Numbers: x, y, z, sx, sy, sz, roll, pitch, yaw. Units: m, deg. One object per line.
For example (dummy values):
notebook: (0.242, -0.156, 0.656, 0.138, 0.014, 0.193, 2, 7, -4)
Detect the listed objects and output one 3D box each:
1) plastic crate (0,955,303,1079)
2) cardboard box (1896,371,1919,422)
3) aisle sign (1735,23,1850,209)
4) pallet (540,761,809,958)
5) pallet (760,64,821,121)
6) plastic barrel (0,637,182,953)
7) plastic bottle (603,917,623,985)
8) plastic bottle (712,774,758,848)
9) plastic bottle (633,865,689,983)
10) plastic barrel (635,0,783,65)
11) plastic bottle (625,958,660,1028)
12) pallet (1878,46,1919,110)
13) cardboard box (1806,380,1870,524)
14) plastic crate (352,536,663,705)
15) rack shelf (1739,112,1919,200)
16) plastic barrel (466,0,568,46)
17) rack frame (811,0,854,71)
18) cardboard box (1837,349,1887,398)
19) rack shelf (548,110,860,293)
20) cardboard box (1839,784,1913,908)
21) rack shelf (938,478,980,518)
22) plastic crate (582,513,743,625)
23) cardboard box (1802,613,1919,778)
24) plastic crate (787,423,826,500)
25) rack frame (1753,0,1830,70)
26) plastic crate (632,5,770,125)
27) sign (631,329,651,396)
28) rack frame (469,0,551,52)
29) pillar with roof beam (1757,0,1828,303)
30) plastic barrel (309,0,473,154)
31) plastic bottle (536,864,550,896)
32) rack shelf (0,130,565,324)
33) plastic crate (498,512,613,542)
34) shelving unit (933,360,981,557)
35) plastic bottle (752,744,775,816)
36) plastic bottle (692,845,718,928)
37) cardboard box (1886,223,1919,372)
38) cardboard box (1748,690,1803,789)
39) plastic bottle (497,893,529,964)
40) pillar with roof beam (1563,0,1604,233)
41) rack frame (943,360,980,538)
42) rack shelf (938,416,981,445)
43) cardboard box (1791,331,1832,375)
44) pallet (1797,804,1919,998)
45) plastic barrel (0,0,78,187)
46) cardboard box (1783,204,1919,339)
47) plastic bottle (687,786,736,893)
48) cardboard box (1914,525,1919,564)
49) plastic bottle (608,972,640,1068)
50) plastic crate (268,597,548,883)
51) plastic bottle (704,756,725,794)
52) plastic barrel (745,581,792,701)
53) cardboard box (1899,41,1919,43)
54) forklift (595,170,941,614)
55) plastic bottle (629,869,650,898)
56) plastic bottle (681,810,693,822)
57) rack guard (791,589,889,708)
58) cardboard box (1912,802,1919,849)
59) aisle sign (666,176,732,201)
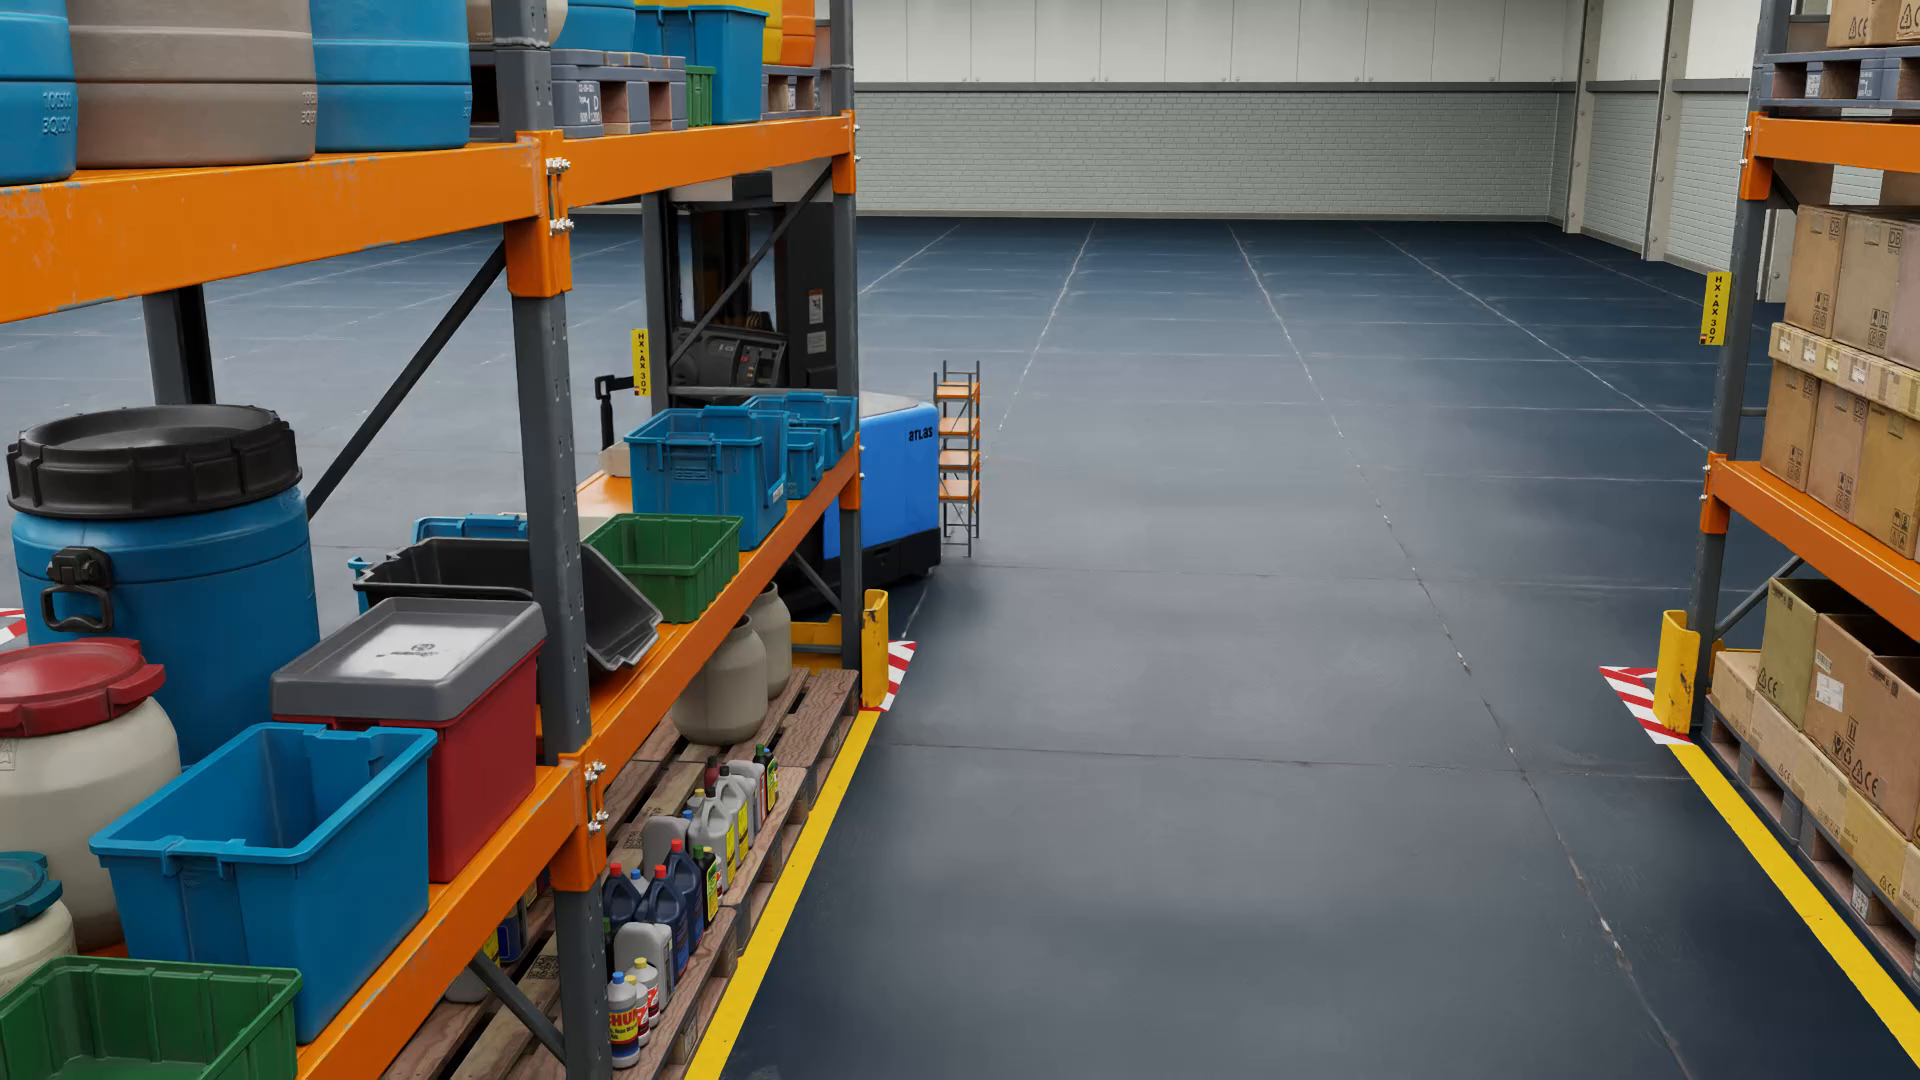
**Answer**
plastic crate: (-1.359, 0.891, 2.526, 0.450, 0.188, 0.662, 2, 15, 6)
cardboard box: (3.528, -0.494, 5.807, 0.380, 0.149, 0.250, 2, 15, 6)
aisle sign: (3.633, -1.843, 7.250, 0.394, 0.787, 0.004, 2, 15, 6)
pallet: (-1.190, 1.185, 6.377, 1.003, 0.211, 1.213, 2, 15, 6)
pallet: (-1.182, -1.854, 6.886, 1.003, 0.211, 1.213, 2, 15, 6)
plastic barrel: (-1.768, 0.505, 3.288, 0.433, 0.535, 0.433, 0, 15, 0)
plastic bottle: (-1.068, 1.270, 5.079, 0.061, 0.283, 0.133, 2, 15, 6)
plastic bottle: (-0.834, 0.984, 6.153, 0.152, 0.276, 0.135, 1, 15, 5)
plastic bottle: (-0.939, 1.198, 5.217, 0.144, 0.351, 0.185, 2, 15, 8)
plastic barrel: (-0.994, -2.151, 6.458, 0.600, 0.588, 0.600, 0, 15, 0)
plastic bottle: (-0.948, 1.345, 4.960, 0.097, 0.201, 0.097, 0, 15, 0)
pallet: (3.689, -1.467, 5.264, 1.003, 0.211, 1.213, 2, 15, 6)
cardboard box: (3.810, -0.353, 6.529, 0.700, 0.500, 0.500, 2, 15, 8)
plastic crate: (-1.257, 0.227, 4.696, 0.767, 0.338, 0.504, 2, 15, 6)
rack shelf: (3.704, -1.144, 5.277, 1.077, 0.370, 4.000, 2, 15, 6)
plastic barrel: (-1.199, -1.482, 4.130, 0.421, 0.512, 0.421, 0, 15, 0)
rack frame: (-0.991, -3.605, 7.253, 1.000, 3.000, 0.127, 2, 15, 6)
cardboard box: (3.584, -0.629, 6.308, 0.380, 0.149, 0.250, 1, 15, 5)
rack shelf: (-1.217, -1.291, 5.820, 1.077, 0.370, 4.000, 2, 15, 6)
cardboard box: (3.478, 1.084, 5.868, 0.500, 0.250, 0.500, 2, 15, 6)
rack shelf: (-0.019, -0.280, 10.916, 0.258, 0.148, 0.480, 2, 15, 6)
plastic crate: (-1.009, 0.087, 5.498, 0.450, 0.188, 0.662, 2, 15, 6)
cardboard box: (3.550, 0.593, 6.248, 0.500, 0.500, 0.500, 2, 15, 6)
plastic crate: (-0.829, -0.330, 6.921, 0.499, 0.251, 0.408, 2, 15, 6)
rack frame: (3.930, -3.458, 6.710, 1.000, 3.000, 0.127, 2, 15, 6)
plastic crate: (-0.907, -1.645, 5.785, 0.392, 0.384, 0.575, 2, 15, 6)
sign: (-1.537, -0.860, 8.064, 0.100, 0.325, 0.005, 2, 15, 6)
rack frame: (-1.443, -2.567, 3.416, 1.000, 3.000, 0.127, 2, 15, 6)
pillar with roof beam: (7.387, -7.901, 23.142, 9.100, 9.000, 0.400, 2, 15, 6)
plastic barrel: (-1.284, -1.223, 3.231, 0.600, 0.901, 0.708, 2, 15, 6)
plastic bottle: (-1.470, 1.080, 5.784, 0.061, 0.283, 0.133, 2, 15, 6)
rack shelf: (-1.668, -0.253, 1.983, 1.077, 0.370, 4.000, 2, 15, 6)
plastic crate: (-1.511, 0.028, 5.819, 0.530, 0.136, 0.437, 2, 15, 6)
shelving unit: (-0.019, -0.536, 10.847, 0.258, 1.200, 0.503, 2, 15, 6)
plastic bottle: (-0.758, 0.910, 6.410, 0.061, 0.283, 0.133, 2, 15, 8)
plastic bottle: (-0.858, 1.140, 5.560, 0.061, 0.283, 0.133, 2, 15, 9)
cardboard box: (3.749, -0.835, 5.825, 0.700, 0.500, 0.500, 2, 15, 6)
cardboard box: (3.596, 0.825, 6.827, 0.500, 0.250, 0.500, 2, 15, 6)
plastic bottle: (-1.485, 1.204, 5.339, 0.152, 0.276, 0.135, 2, 15, 6)
pillar with roof beam: (8.741, -11.013, 34.652, 9.100, 9.000, 0.400, 2, 15, 6)
rack frame: (0.009, -0.600, 11.081, 0.240, 1.200, 0.015, 2, 15, 6)
rack shelf: (-0.019, -0.687, 10.806, 0.258, 0.148, 0.480, 2, 15, 6)
cardboard box: (3.645, -0.759, 6.789, 0.380, 0.149, 0.250, 1, 15, 5)
pallet: (3.745, 1.299, 5.952, 1.003, 0.211, 1.213, 2, 15, 6)
plastic barrel: (-1.432, -0.884, 1.976, 0.600, 0.901, 0.708, 2, 15, 6)
cardboard box: (3.859, -1.102, 6.813, 0.700, 0.500, 0.500, 2, 15, 6)
plastic bottle: (-0.870, 1.039, 5.806, 0.144, 0.351, 0.185, 2, 15, 6)
cardboard box: (3.693, -0.088, 5.548, 0.700, 0.500, 0.500, 2, 15, 8)
plastic bottle: (-0.971, 1.364, 4.756, 0.097, 0.271, 0.097, 0, 15, 0)
plastic crate: (-1.193, 0.433, 3.693, 0.402, 0.464, 0.583, 2, 15, 6)
plastic bottle: (-0.924, 0.941, 6.296, 0.061, 0.283, 0.133, 2, 15, 6)
plastic barrel: (-0.990, 0.463, 7.666, 0.421, 0.512, 0.421, 0, 15, 0)
cardboard box: (3.622, -1.859, 5.952, 0.380, 0.149, 0.250, 2, 15, 6)
forklift: (-1.458, -0.997, 9.235, 1.130, 2.935, 3.031, 13, 20, 39)
plastic bottle: (-1.043, 1.195, 5.379, 0.097, 0.271, 0.097, 0, 15, 0)
plastic bottle: (-0.974, 1.071, 5.975, 0.097, 0.201, 0.097, 0, 15, 0)
rack guard: (-0.953, 0.519, 8.284, 1.175, 0.500, 0.348, 2, 15, 6)
cardboard box: (3.434, 0.852, 5.289, 0.500, 0.500, 0.500, 2, 15, 6)
aisle sign: (-1.274, -1.991, 7.798, 0.394, 0.787, 0.004, 2, 15, 6)
